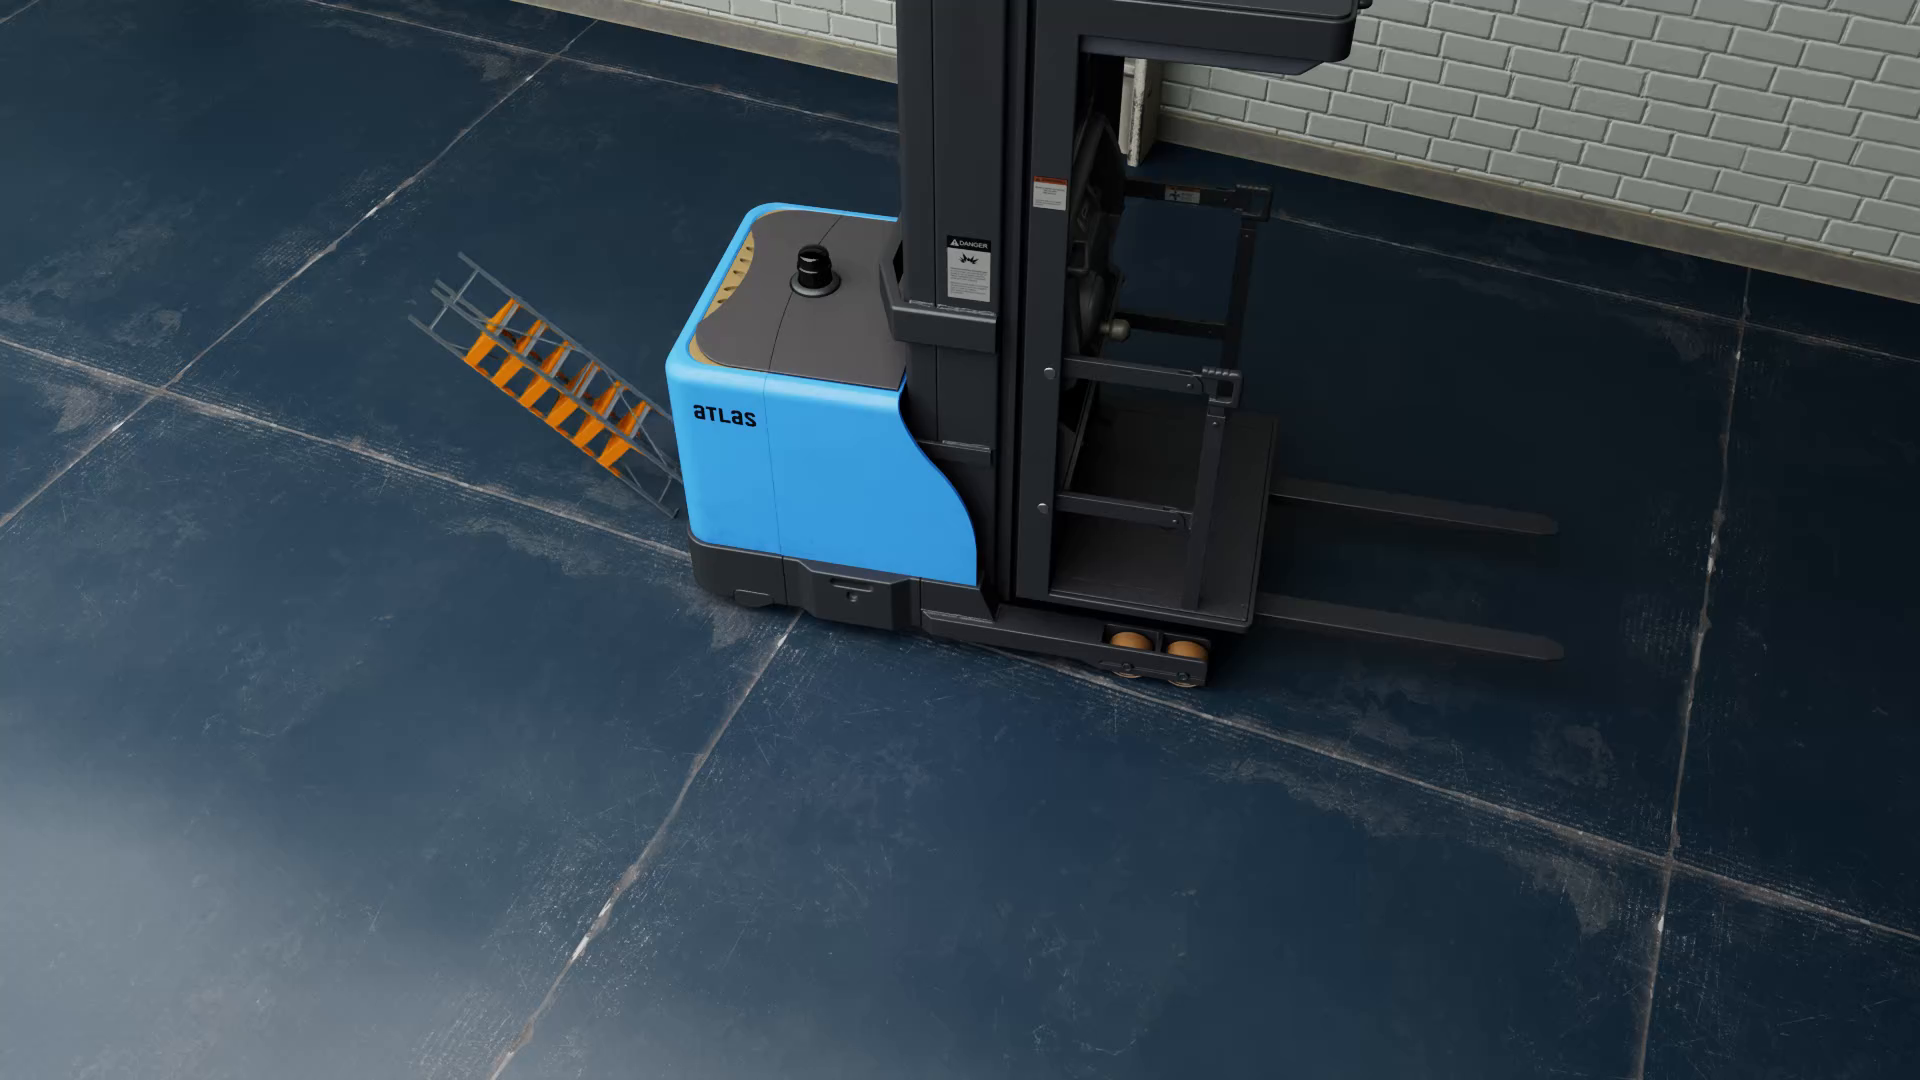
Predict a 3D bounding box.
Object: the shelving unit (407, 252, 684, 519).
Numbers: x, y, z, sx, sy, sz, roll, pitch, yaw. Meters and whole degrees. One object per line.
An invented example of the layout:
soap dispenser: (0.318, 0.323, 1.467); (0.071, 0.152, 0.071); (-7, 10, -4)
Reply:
shelving unit: (-1.439, -0.556, 6.138); (1.200, 0.189, 0.258); (39, 42, -21)

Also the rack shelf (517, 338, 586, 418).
rack shelf: (-1.494, -0.601, 6.112); (0.103, 0.180, 0.258); (39, 42, -21)

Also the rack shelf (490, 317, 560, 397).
rack shelf: (-1.582, -0.672, 6.070); (0.103, 0.180, 0.258); (39, 42, -21)

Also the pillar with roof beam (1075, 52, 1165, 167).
pillar with roof beam: (-0.917, -2.351, 2.233); (0.400, 9.000, 9.100); (16, 47, 16)

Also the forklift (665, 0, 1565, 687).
forklift: (0.608, -0.944, 5.121); (3.031, 2.935, 1.130); (9, 46, 9)

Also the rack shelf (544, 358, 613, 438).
rack shelf: (-1.407, -0.530, 6.154); (0.103, 0.180, 0.258); (39, 42, -21)

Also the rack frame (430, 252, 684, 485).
rack frame: (-1.380, -0.595, 6.080); (1.200, 0.006, 0.240); (39, 42, -21)

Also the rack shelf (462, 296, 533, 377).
rack shelf: (-1.669, -0.742, 6.028); (0.103, 0.180, 0.258); (39, 42, -21)

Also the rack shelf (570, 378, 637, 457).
rack shelf: (-1.320, -0.460, 6.196); (0.103, 0.180, 0.258); (39, 42, -21)

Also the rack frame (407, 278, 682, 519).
rack frame: (-1.499, -0.518, 6.196); (1.200, 0.006, 0.240); (39, 42, -21)

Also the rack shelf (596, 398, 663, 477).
rack shelf: (-1.232, -0.389, 6.238); (0.103, 0.180, 0.258); (39, 42, -21)
